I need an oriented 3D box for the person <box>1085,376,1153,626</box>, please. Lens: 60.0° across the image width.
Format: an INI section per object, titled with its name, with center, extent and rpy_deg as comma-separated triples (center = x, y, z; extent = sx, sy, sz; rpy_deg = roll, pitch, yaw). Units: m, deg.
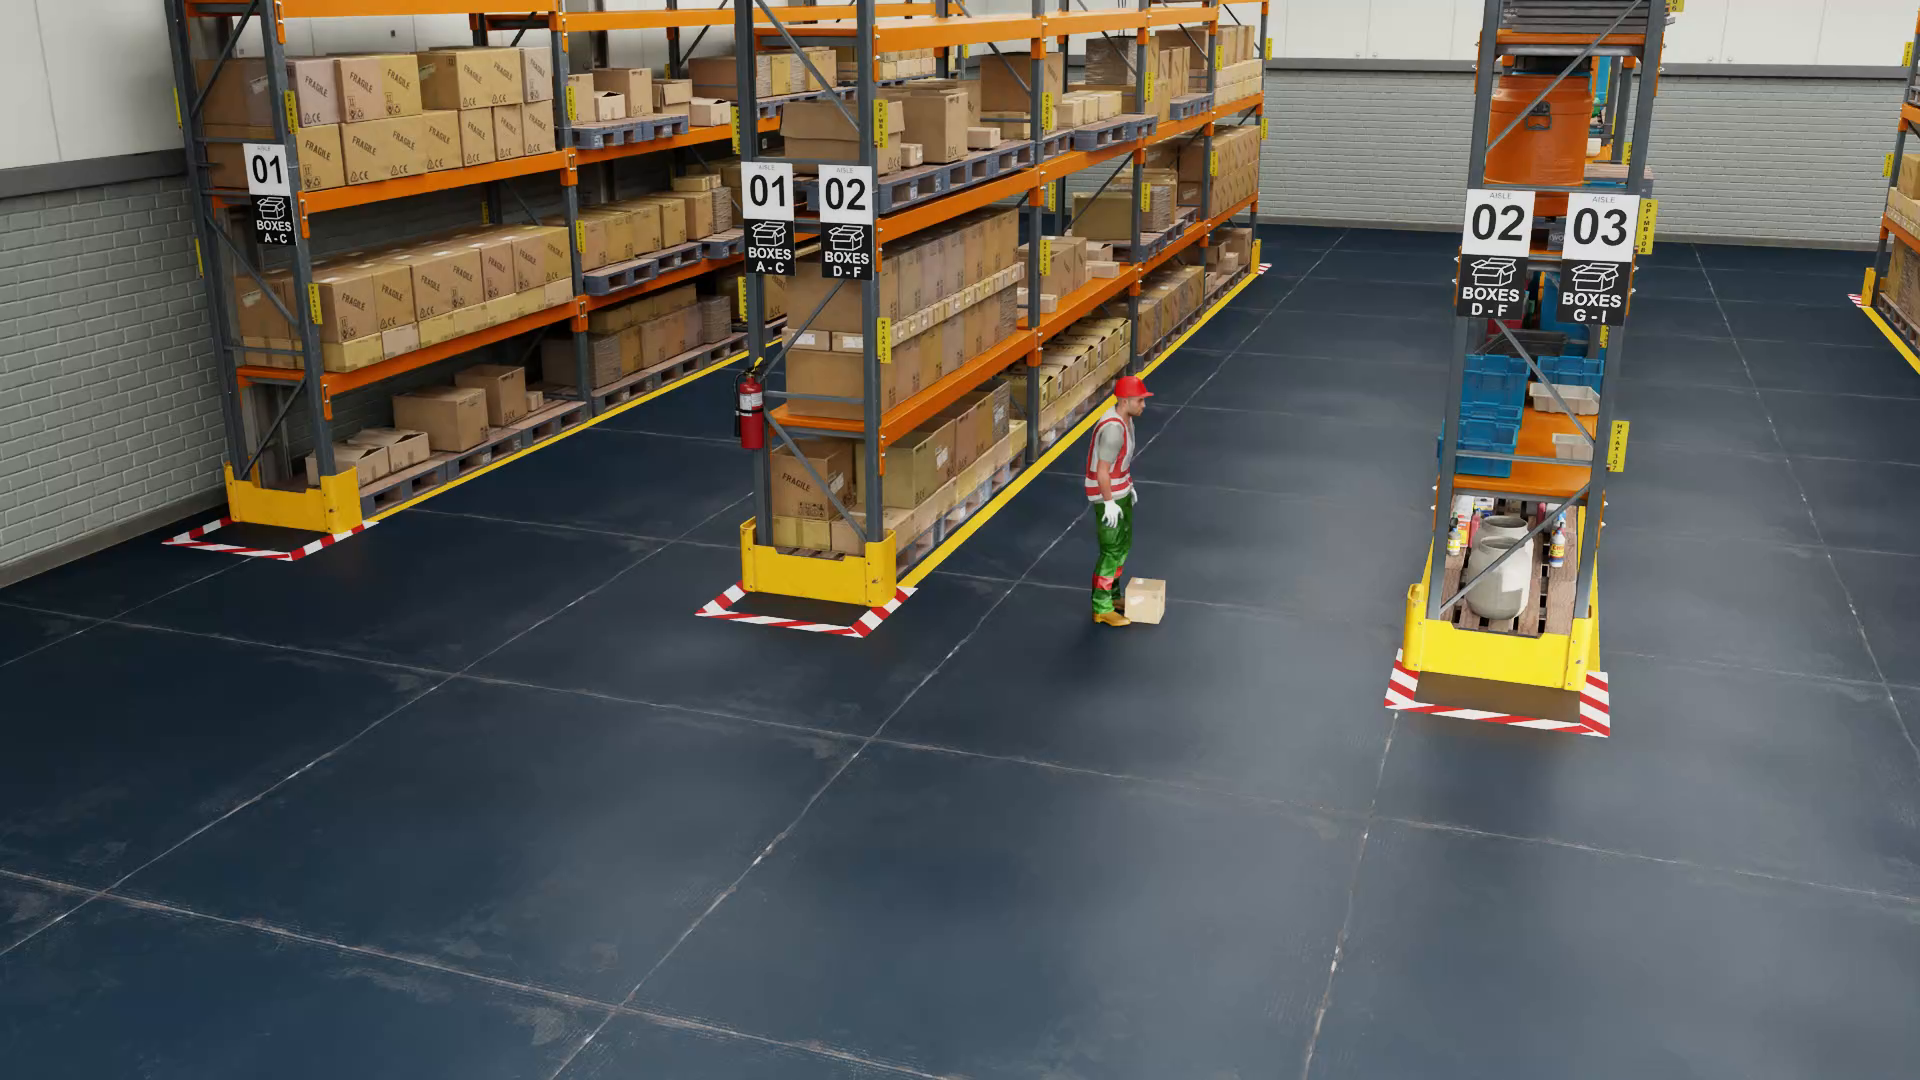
[person]
center = 1.134, -0.303, 11.943
extent = 0.453, 1.779, 0.608
rpy_deg = 6, 19, 18
